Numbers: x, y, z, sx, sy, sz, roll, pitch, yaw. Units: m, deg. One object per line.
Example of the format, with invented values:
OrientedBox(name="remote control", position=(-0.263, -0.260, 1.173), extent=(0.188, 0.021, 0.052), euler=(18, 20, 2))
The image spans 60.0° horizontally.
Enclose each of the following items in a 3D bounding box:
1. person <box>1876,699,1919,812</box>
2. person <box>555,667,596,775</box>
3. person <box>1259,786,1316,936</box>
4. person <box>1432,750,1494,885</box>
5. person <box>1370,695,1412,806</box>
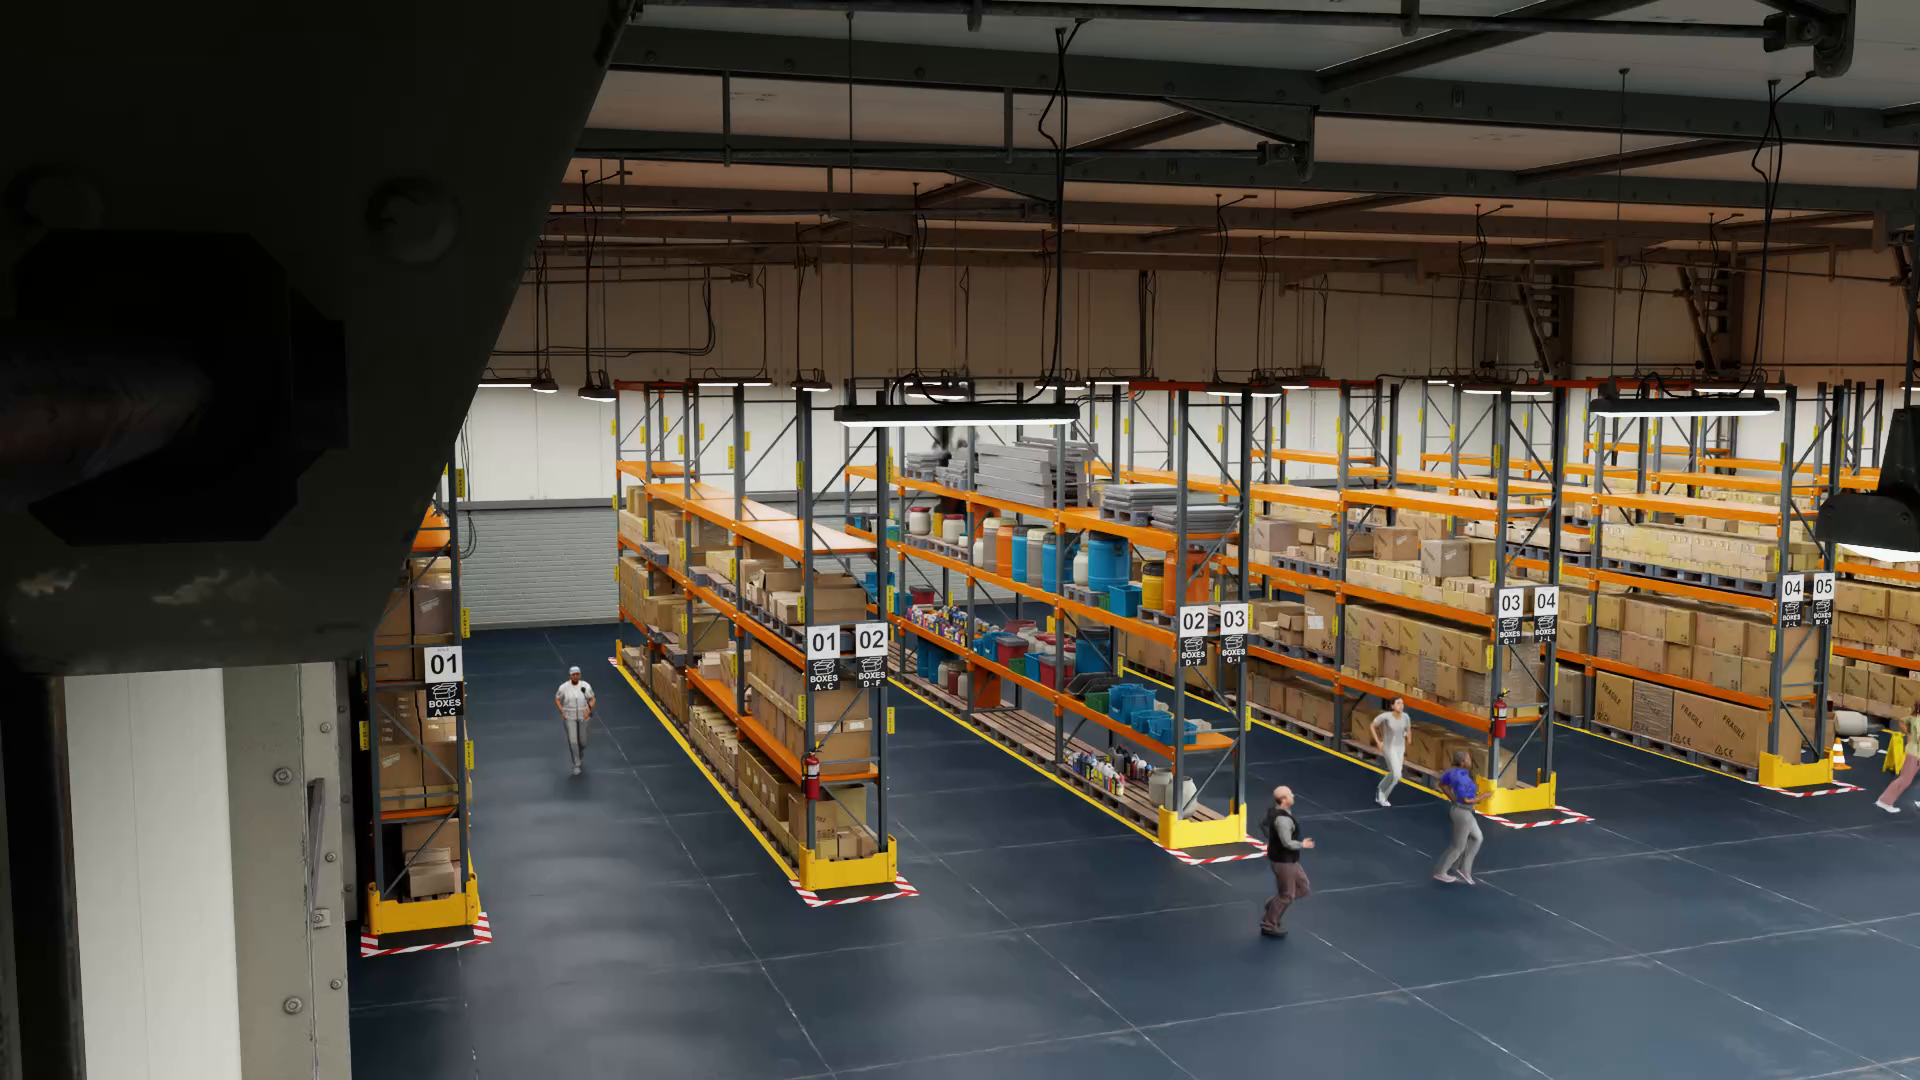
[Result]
OrientedBox(name="person", position=(13.346, 3.046, 23.272), extent=(0.855, 1.693, 0.584), euler=(3, 7, 29))
OrientedBox(name="person", position=(-6.002, 2.780, 25.974), extent=(0.618, 1.648, 0.742), euler=(-2, 6, -19))
OrientedBox(name="person", position=(3.631, 3.543, 18.403), extent=(0.603, 1.682, 0.643), euler=(0, 6, 4))
OrientedBox(name="person", position=(6.104, 3.395, 20.187), extent=(0.686, 1.689, 0.555), euler=(1, 6, 10))
OrientedBox(name="person", position=(6.181, 3.011, 23.697), extent=(0.565, 1.626, 0.610), euler=(-2, 6, -19))
